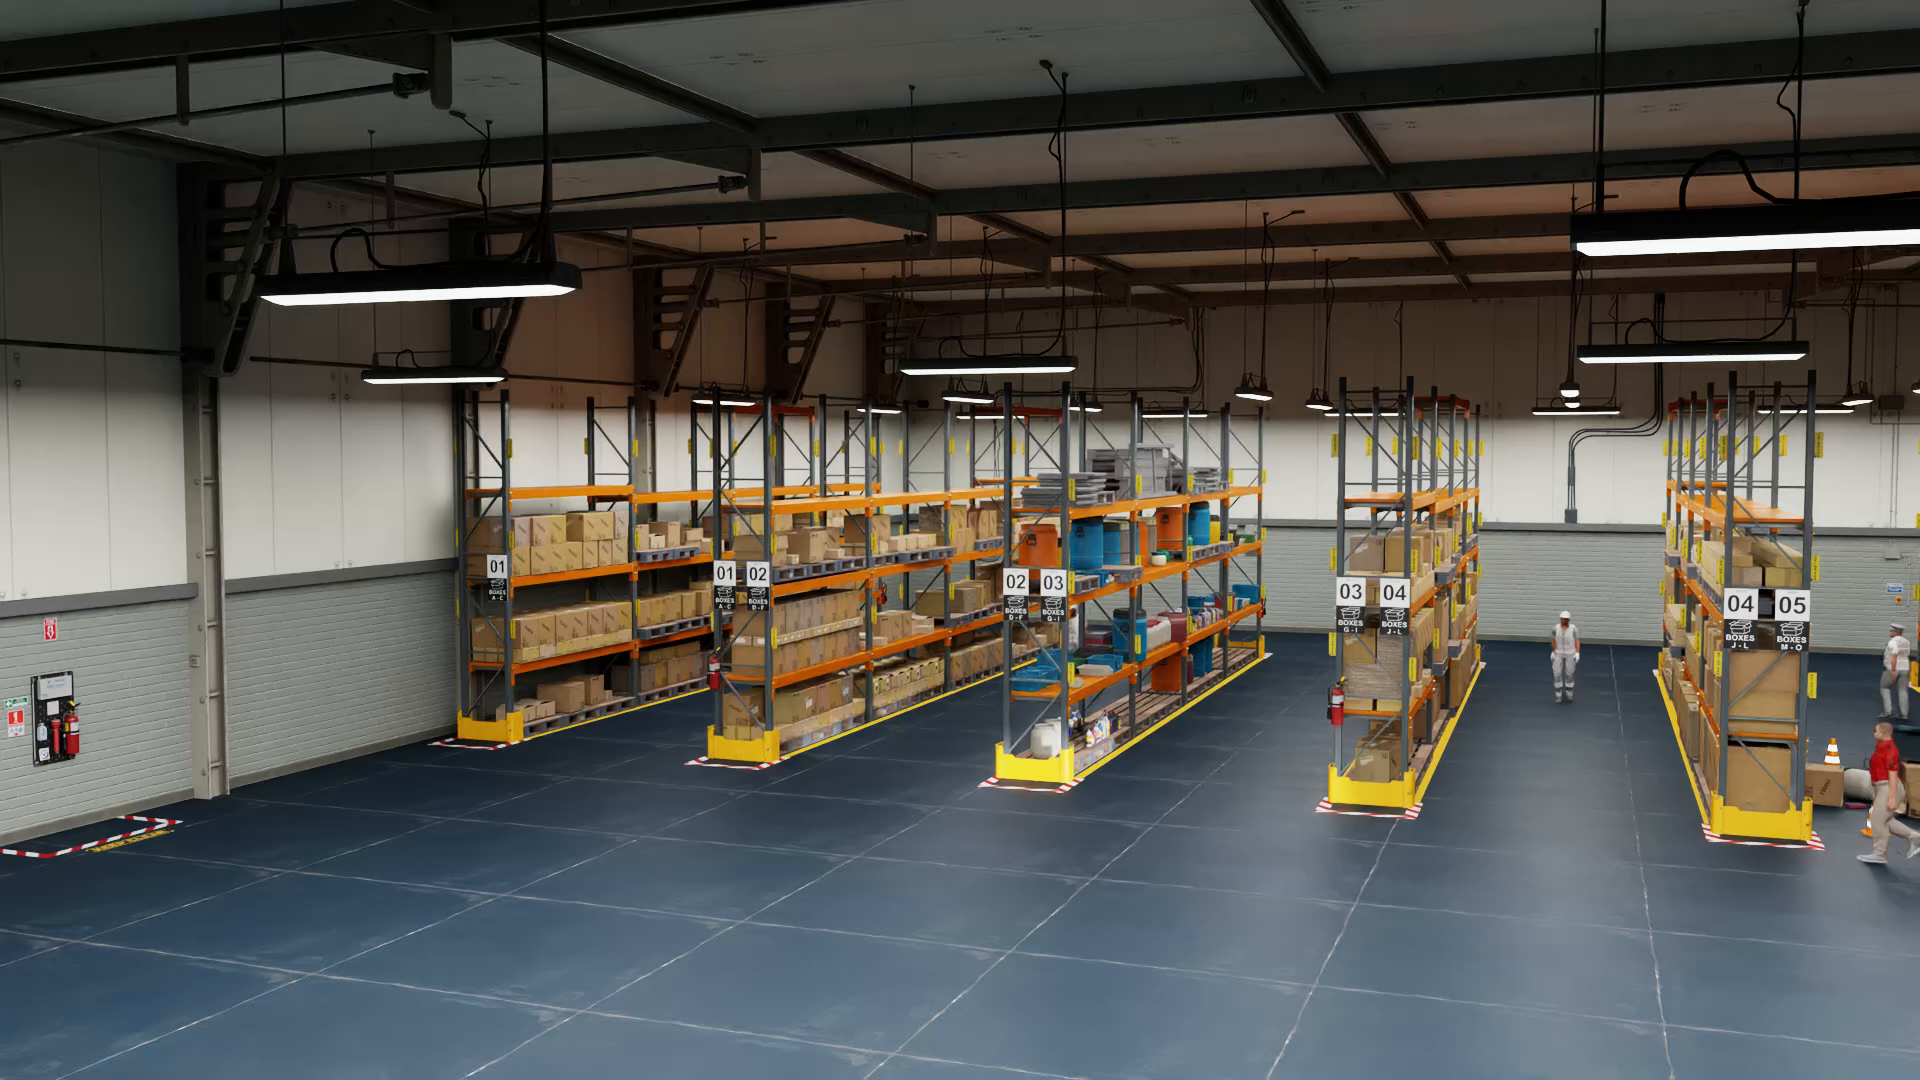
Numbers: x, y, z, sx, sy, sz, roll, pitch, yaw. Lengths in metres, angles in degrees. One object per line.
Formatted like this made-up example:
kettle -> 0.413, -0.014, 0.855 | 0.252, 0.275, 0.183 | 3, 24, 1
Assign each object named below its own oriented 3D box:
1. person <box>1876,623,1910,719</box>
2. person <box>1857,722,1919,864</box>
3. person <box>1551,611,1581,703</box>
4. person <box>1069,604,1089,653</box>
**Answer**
person -> 17.344, 2.457, 30.720 | 0.543, 1.810, 0.551 | 0, 3, -1
person -> 11.231, 3.034, 19.994 | 0.766, 1.698, 0.545 | 1, 3, 22
person -> 11.985, 2.318, 32.920 | 0.586, 1.835, 0.528 | 2, 4, 32
person -> 2.546, 2.174, 35.526 | 0.618, 1.754, 0.730 | 3, 4, 39
